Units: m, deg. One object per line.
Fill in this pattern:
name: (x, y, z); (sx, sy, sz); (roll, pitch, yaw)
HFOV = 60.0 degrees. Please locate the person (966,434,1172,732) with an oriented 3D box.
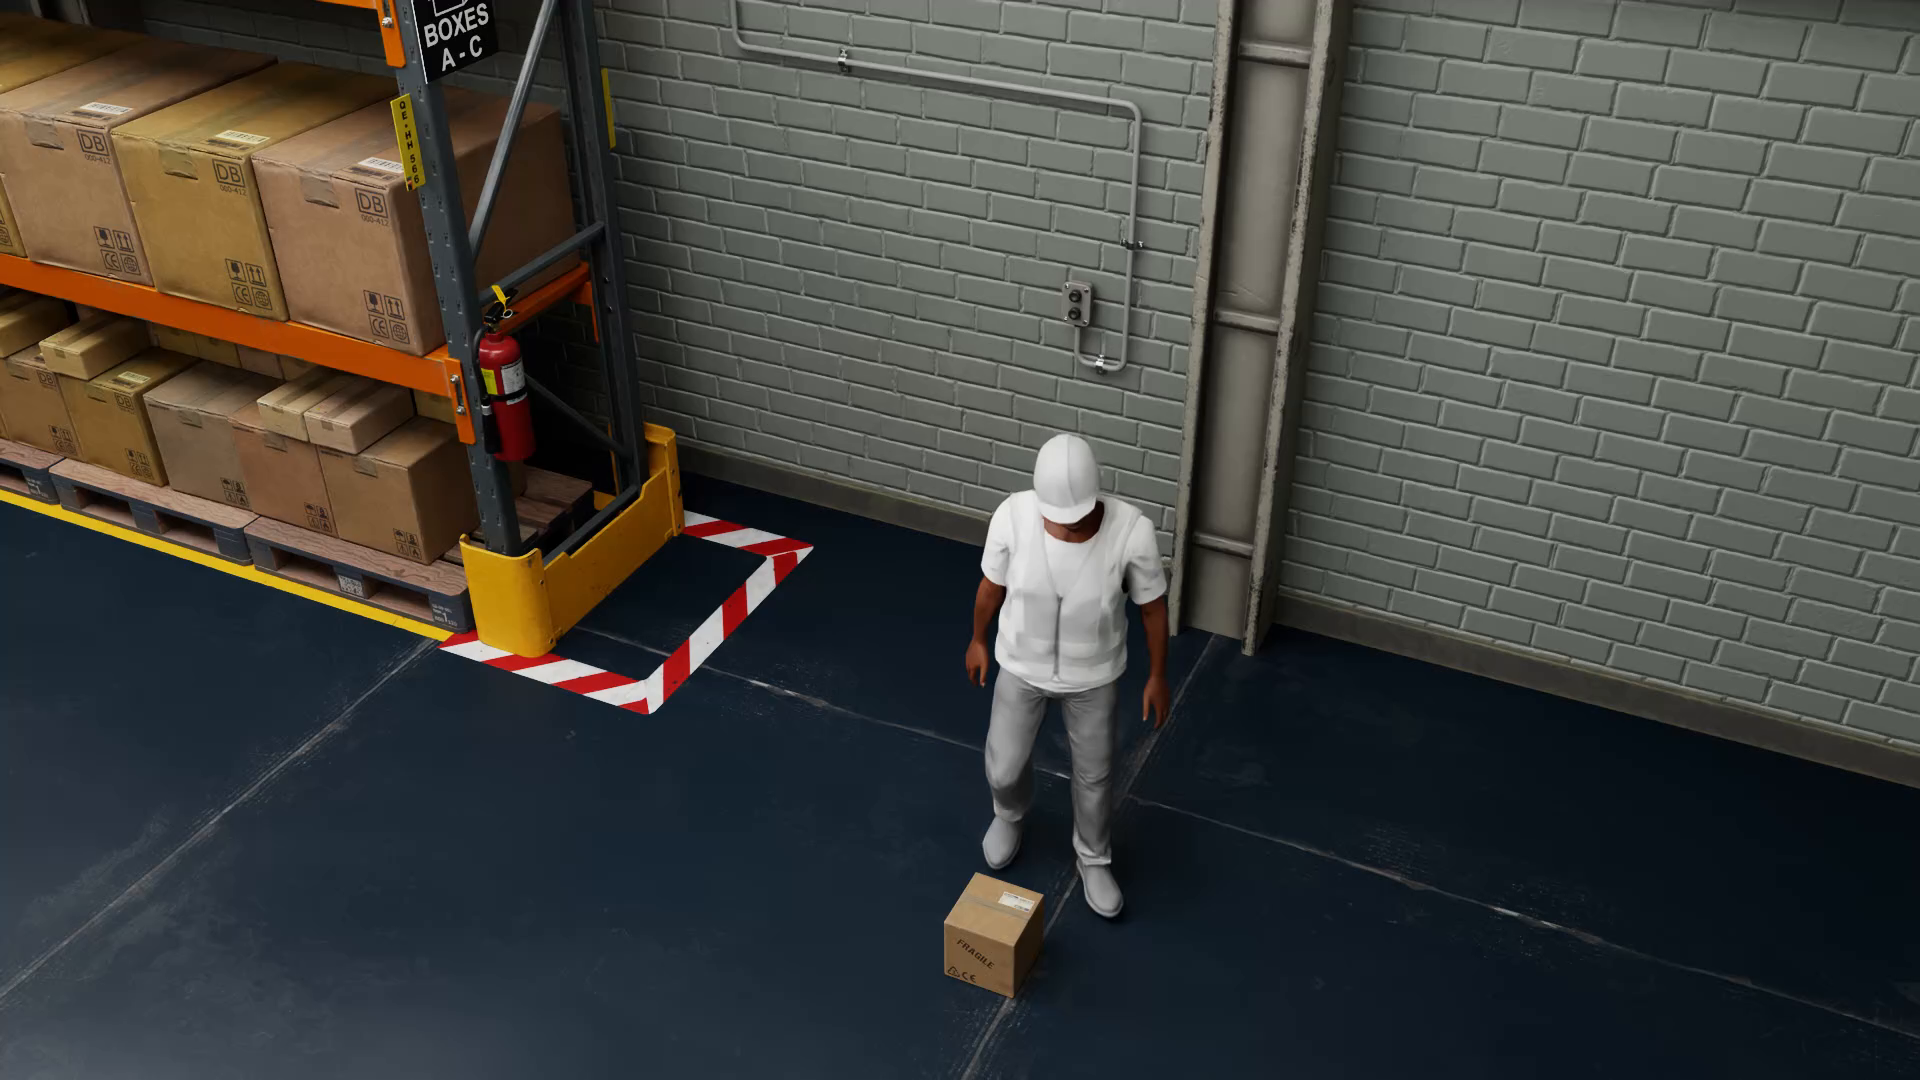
person: (0.349, 0.127, 5.250); (0.696, 1.059, 0.375); (4, 34, 7)
